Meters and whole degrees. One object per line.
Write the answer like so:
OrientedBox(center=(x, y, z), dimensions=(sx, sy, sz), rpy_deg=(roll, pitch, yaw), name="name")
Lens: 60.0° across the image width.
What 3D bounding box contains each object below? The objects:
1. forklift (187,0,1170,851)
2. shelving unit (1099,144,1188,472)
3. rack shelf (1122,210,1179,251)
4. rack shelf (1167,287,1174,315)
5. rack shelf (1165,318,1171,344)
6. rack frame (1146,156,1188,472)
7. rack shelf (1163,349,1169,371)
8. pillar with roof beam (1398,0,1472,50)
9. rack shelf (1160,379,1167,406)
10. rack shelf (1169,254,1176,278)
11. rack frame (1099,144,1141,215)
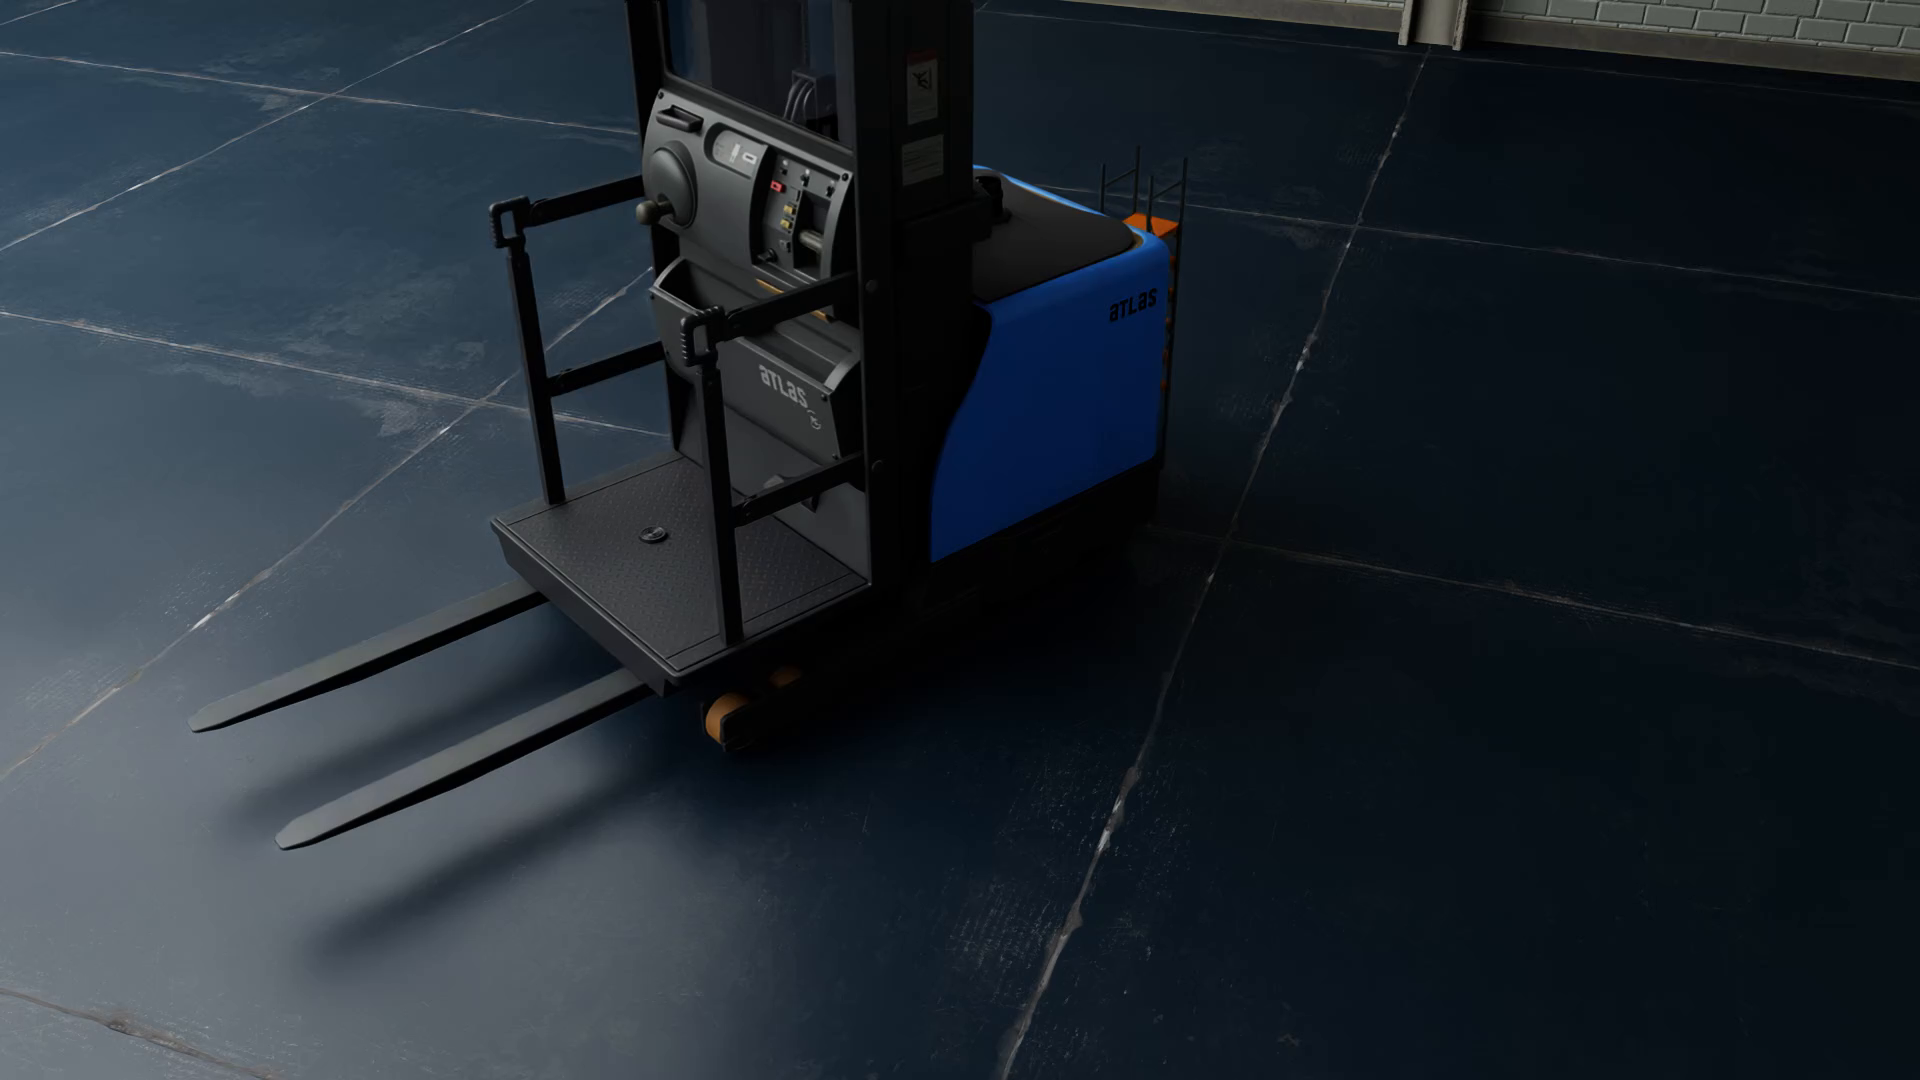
OrientedBox(center=(-0.763, -0.947, 4.514), dimensions=(3.031, 2.935, 1.130), rpy_deg=(-25, 41, -33), name="forklift")
OrientedBox(center=(0.609, -0.747, 5.801), dimensions=(0.189, 1.200, 0.258), rpy_deg=(22, 39, 30), name="shelving unit")
OrientedBox(center=(0.609, -1.012, 5.630), dimensions=(0.180, 0.103, 0.258), rpy_deg=(22, 39, 30), name="rack shelf")
OrientedBox(center=(0.609, -0.811, 5.760), dimensions=(0.180, 0.103, 0.258), rpy_deg=(22, 39, 30), name="rack shelf")
OrientedBox(center=(0.609, -0.710, 5.825), dimensions=(0.180, 0.103, 0.258), rpy_deg=(22, 39, 30), name="rack shelf")
OrientedBox(center=(0.683, -0.718, 5.756), dimensions=(0.006, 1.200, 0.240), rpy_deg=(22, 39, 30), name="rack frame")
OrientedBox(center=(0.609, -0.609, 5.891), dimensions=(0.180, 0.103, 0.258), rpy_deg=(22, 39, 30), name="rack shelf")
OrientedBox(center=(1.600, -4.808, 4.900), dimensions=(0.400, 9.000, 9.100), rpy_deg=(11, 34, 16), name="pillar with roof beam")
OrientedBox(center=(0.609, -0.508, 5.956), dimensions=(0.180, 0.103, 0.258), rpy_deg=(22, 39, 30), name="rack shelf")
OrientedBox(center=(0.609, -0.912, 5.695), dimensions=(0.180, 0.103, 0.258), rpy_deg=(22, 39, 30), name="rack shelf")
OrientedBox(center=(0.536, -0.777, 5.847), dimensions=(0.006, 1.200, 0.240), rpy_deg=(22, 39, 30), name="rack frame")
